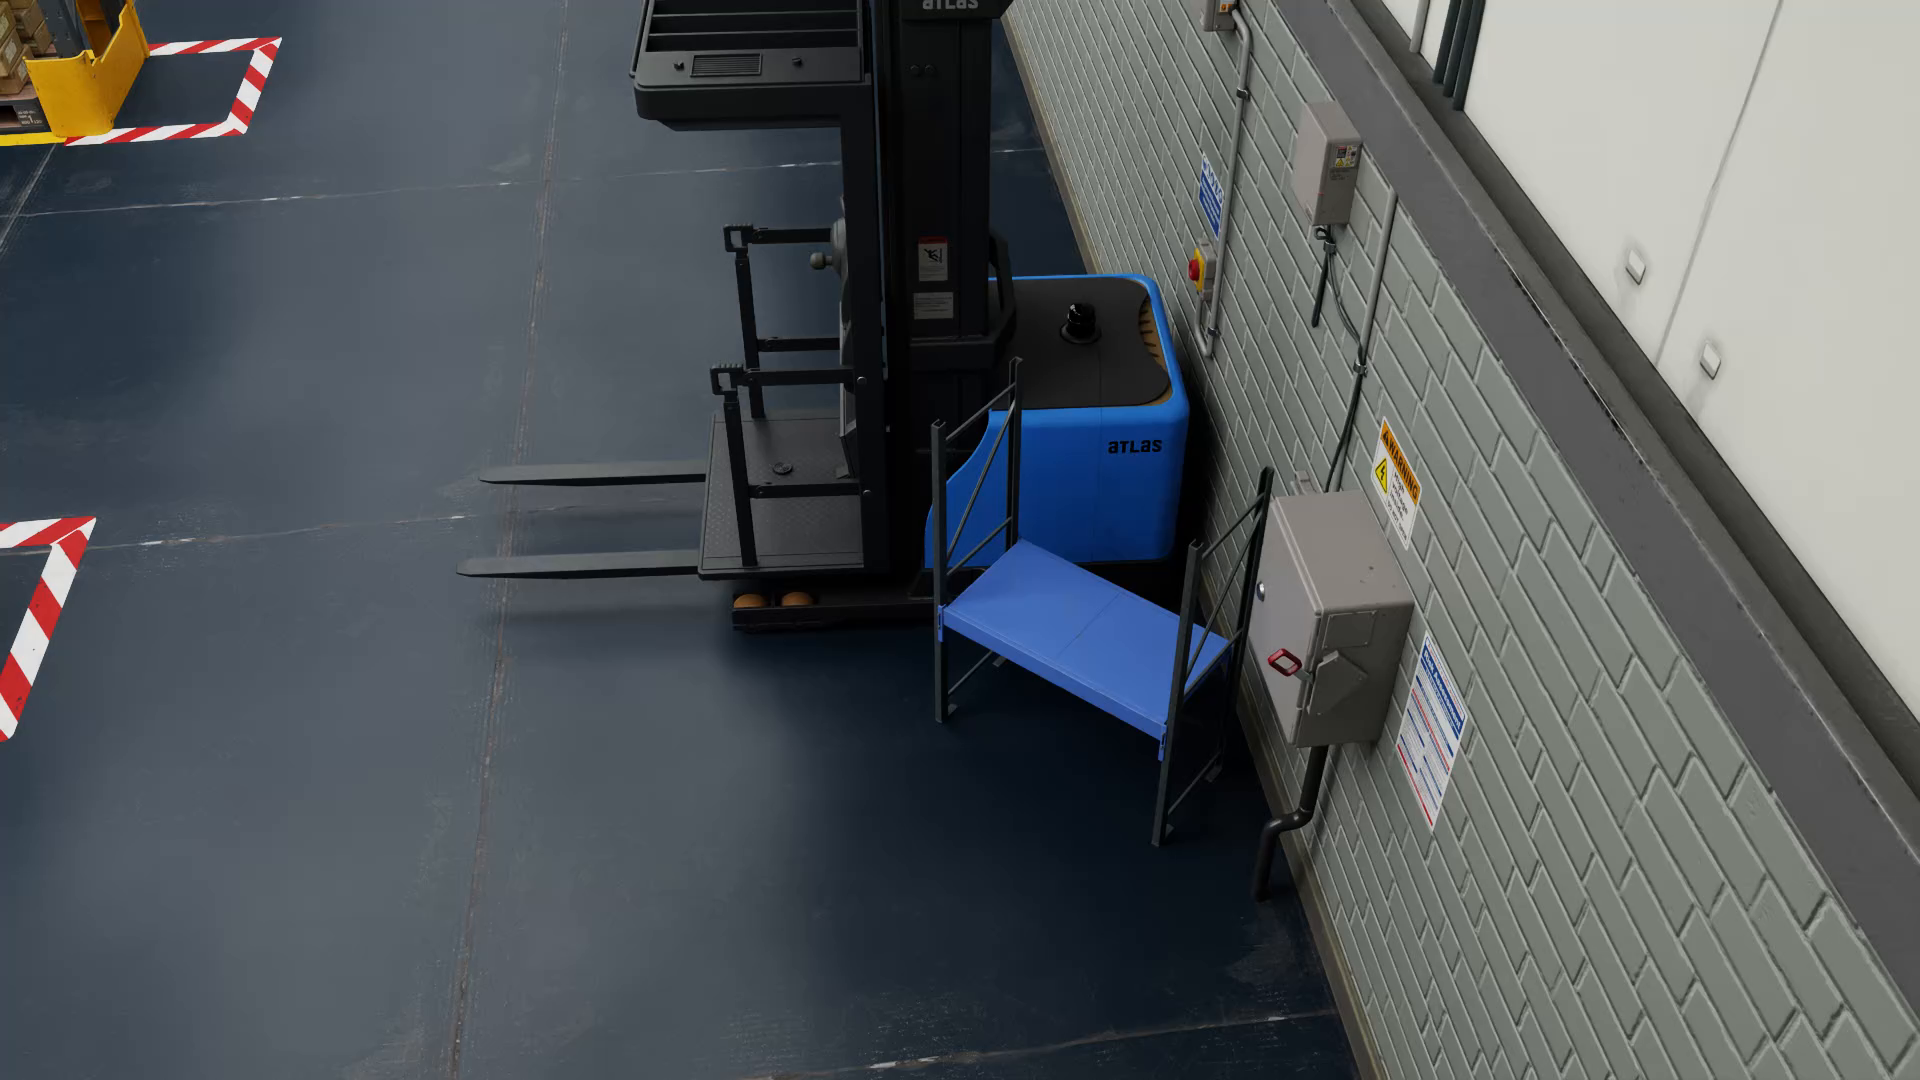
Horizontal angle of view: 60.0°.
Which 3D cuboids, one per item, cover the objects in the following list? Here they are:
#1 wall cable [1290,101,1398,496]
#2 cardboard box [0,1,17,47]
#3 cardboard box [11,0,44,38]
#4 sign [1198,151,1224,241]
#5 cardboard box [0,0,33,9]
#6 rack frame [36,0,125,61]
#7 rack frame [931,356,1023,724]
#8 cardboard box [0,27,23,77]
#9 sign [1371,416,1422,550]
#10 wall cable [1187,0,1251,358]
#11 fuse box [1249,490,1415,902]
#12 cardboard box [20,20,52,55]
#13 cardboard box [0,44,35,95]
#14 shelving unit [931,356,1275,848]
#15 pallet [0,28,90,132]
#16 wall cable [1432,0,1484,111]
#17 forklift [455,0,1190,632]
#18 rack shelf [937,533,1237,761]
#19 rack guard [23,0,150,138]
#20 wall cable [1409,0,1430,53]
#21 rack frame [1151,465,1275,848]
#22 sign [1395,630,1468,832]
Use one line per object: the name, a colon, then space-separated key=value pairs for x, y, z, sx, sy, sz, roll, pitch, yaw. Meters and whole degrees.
wall cable: x=1.123 y=-0.648 z=5.181 sx=0.122 sy=1.984 sz=0.588 roll=-5 pitch=42 yaw=-6
cardboard box: x=-5.895 y=-3.089 z=10.017 sx=0.250 sy=0.149 sz=0.380 roll=-5 pitch=42 yaw=-5
cardboard box: x=-5.955 y=-3.318 z=10.493 sx=0.250 sy=0.149 sz=0.380 roll=-3 pitch=42 yaw=-4
sign: x=0.982 y=-1.349 z=6.516 sx=0.001 sy=0.218 sz=0.327 roll=-5 pitch=42 yaw=-6
cardboard box: x=-5.966 y=-3.484 z=10.454 sx=0.250 sy=0.149 sz=0.380 roll=-7 pitch=42 yaw=-7
rack frame: x=-5.402 y=-3.985 z=9.640 sx=0.127 sy=3.000 sz=1.000 roll=-5 pitch=42 yaw=-6
rack frame: x=0.065 y=0.039 z=6.298 sx=0.032 sy=1.500 sz=0.500 roll=27 pitch=48 yaw=27
cardboard box: x=-5.889 y=-2.958 z=10.093 sx=0.250 sy=0.149 sz=0.380 roll=-6 pitch=42 yaw=-7
sign: x=1.253 y=-0.165 z=4.788 sx=0.001 sy=0.242 sz=0.339 roll=-5 pitch=42 yaw=-6
wall cable: x=0.928 y=-1.601 z=6.214 sx=0.123 sy=1.953 sz=0.585 roll=-5 pitch=42 yaw=-6
fuse box: x=1.055 y=0.674 z=5.436 sx=0.414 sy=1.711 sz=0.539 roll=-5 pitch=42 yaw=-6
cardboard box: x=-5.964 y=-3.250 z=10.639 sx=0.250 sy=0.149 sz=0.380 roll=-4 pitch=42 yaw=-5
cardboard box: x=-5.897 y=-2.898 z=10.250 sx=0.250 sy=0.149 sz=0.380 roll=-4 pitch=42 yaw=-5
shelving unit: x=0.471 y=0.244 z=6.071 sx=1.048 sy=1.500 sz=0.538 roll=27 pitch=48 yaw=27
pallet: x=-6.288 y=-2.896 z=10.514 sx=1.213 sy=0.211 sz=1.003 roll=-5 pitch=42 yaw=-6
wall cable: x=1.362 y=-1.276 z=2.129 sx=0.133 sy=3.039 sz=2.988 roll=-5 pitch=42 yaw=-6
forklift: x=-0.625 y=-1.065 z=6.453 sx=3.031 sy=2.935 sz=1.130 roll=-2 pitch=42 yaw=-2
rack shelf: x=0.471 y=0.377 z=6.191 sx=1.000 sy=0.185 sz=0.538 roll=27 pitch=48 yaw=27
rack guard: x=-5.478 y=-3.050 z=10.470 sx=0.348 sy=0.500 sz=1.175 roll=-5 pitch=42 yaw=-6
wall cable: x=1.038 y=-3.116 z=4.196 sx=0.029 sy=3.000 sz=2.355 roll=-5 pitch=42 yaw=-6
rack frame: x=0.877 y=0.449 z=5.844 sx=0.032 sy=1.500 sz=0.500 roll=27 pitch=48 yaw=27
sign: x=1.325 y=0.541 z=4.692 sx=0.001 sy=0.494 sz=0.329 roll=-5 pitch=42 yaw=-6
